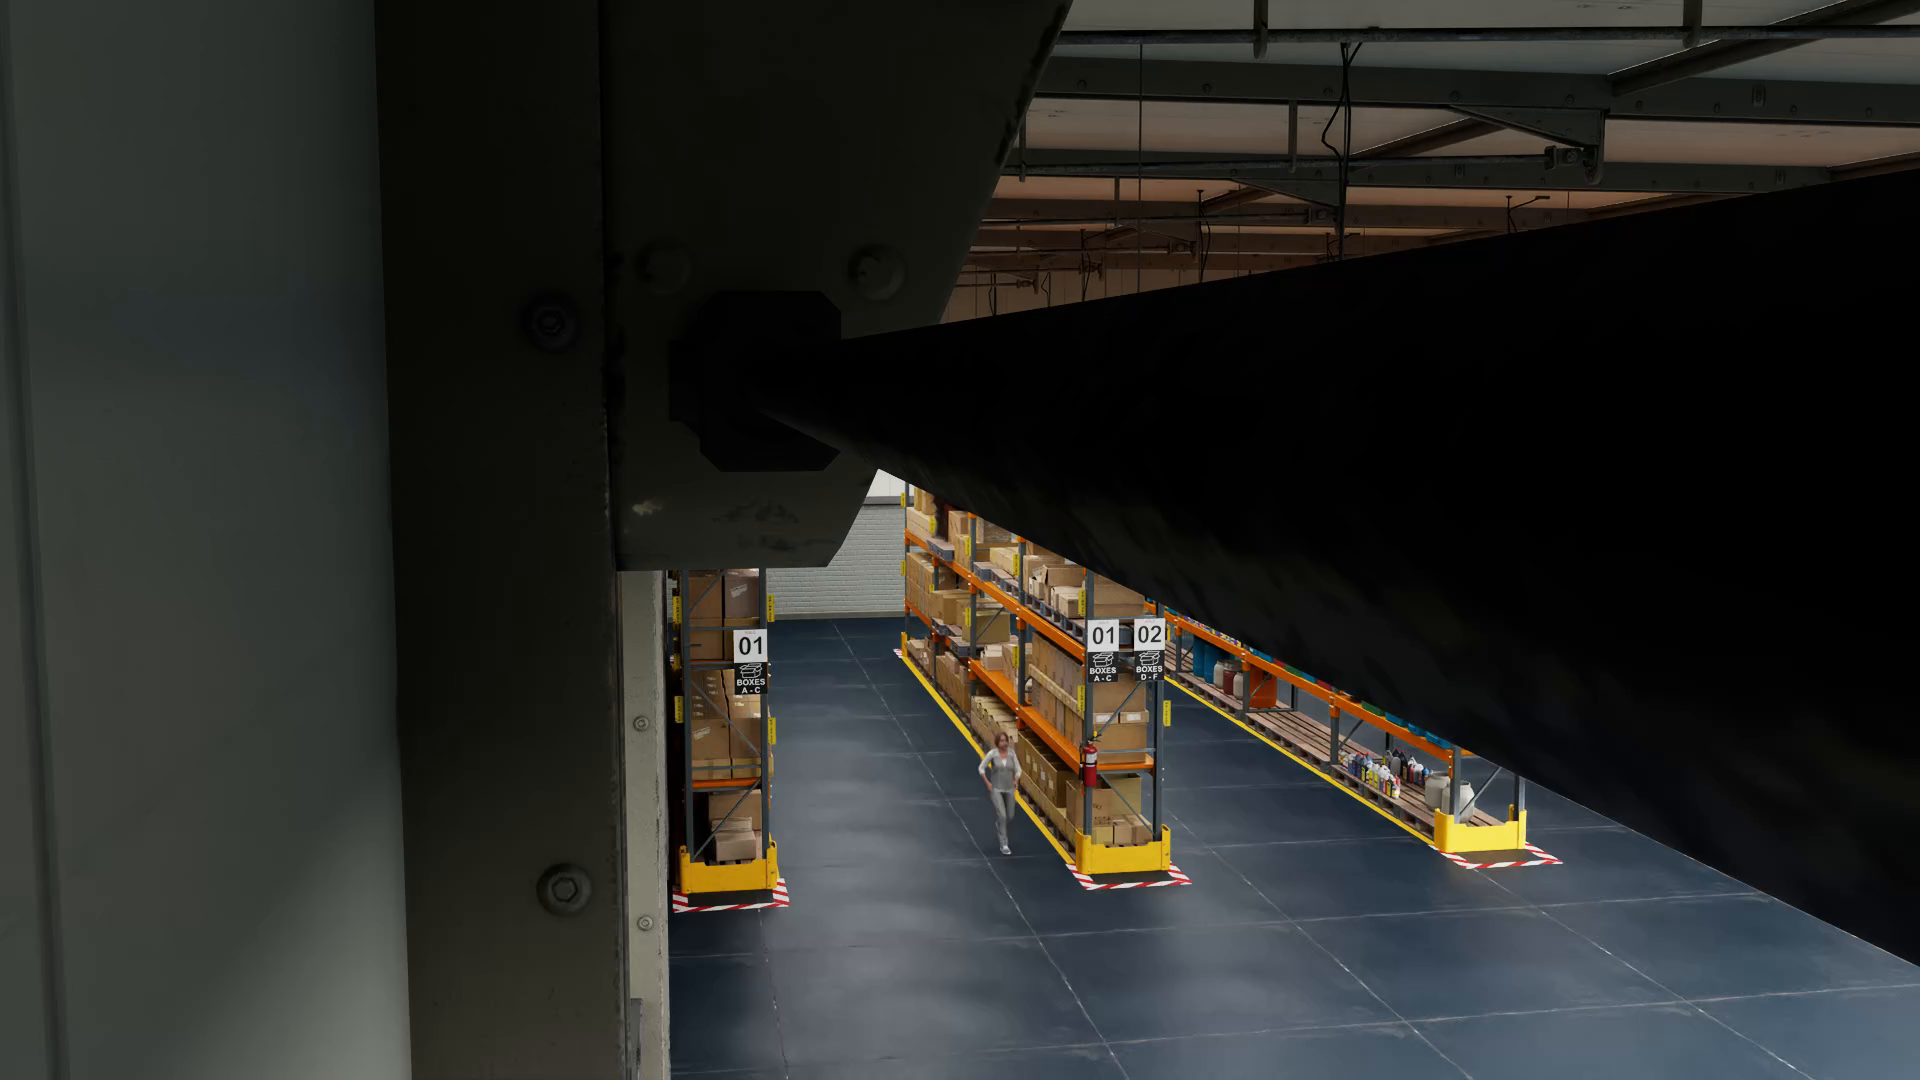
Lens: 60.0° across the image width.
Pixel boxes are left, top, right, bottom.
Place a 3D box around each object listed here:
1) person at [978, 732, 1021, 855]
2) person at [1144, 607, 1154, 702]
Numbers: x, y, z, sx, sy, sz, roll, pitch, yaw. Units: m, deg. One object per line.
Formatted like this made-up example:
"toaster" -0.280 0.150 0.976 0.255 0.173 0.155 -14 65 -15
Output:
"person" 0.524 3.287 21.838 0.571 1.578 0.672 -2 6 -16
"person" 3.494 2.174 31.668 0.702 1.839 0.770 -1 6 -5
